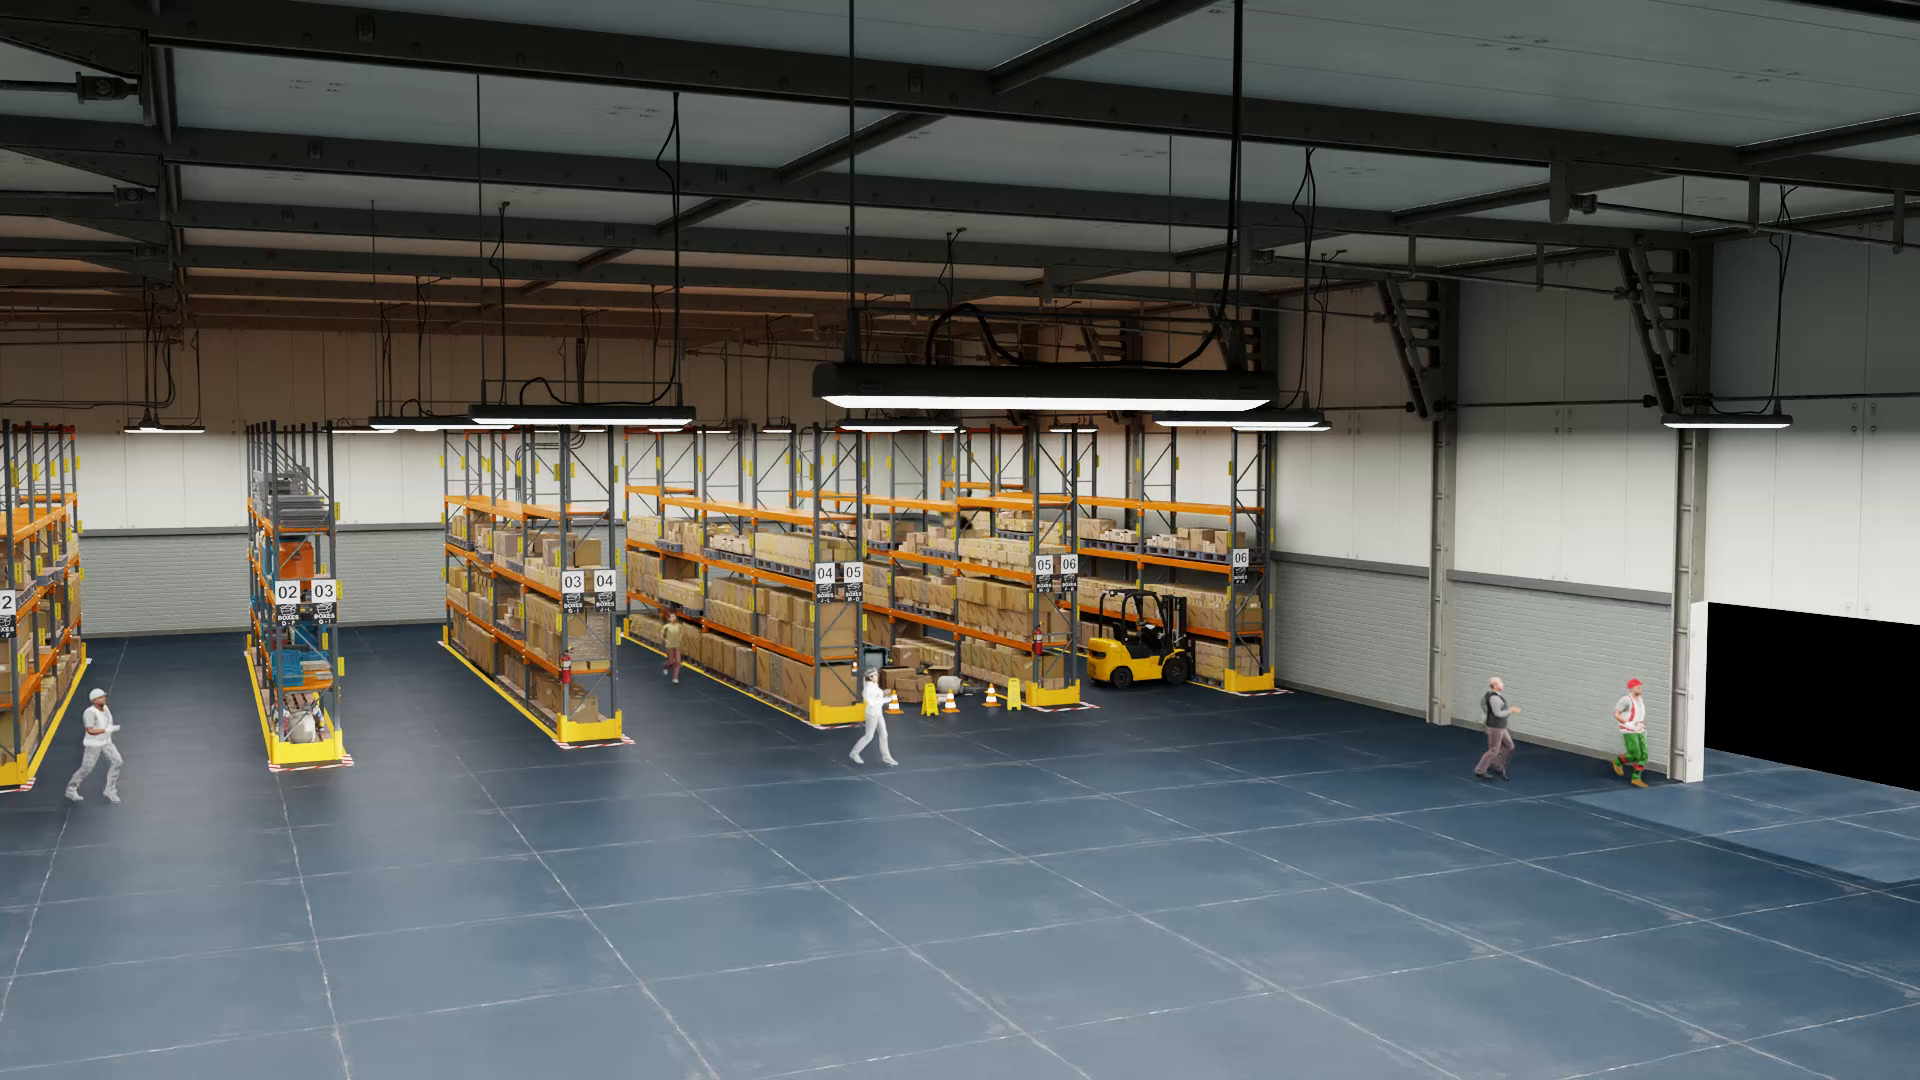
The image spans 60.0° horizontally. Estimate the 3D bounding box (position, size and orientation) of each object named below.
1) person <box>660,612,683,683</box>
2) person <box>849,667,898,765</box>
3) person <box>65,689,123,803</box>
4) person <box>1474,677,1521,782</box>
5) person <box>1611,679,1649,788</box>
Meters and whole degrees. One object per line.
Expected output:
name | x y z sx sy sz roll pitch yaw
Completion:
person | -6.673 2.491 38.650 0.579 1.637 0.776 -2 4 -32
person | -1.497 3.050 28.767 0.852 1.702 0.605 1 4 11
person | -13.444 3.214 25.901 0.910 1.824 0.698 0 4 6
person | 8.894 3.147 27.509 0.711 1.763 0.637 1 4 19
person | 11.022 3.149 27.316 0.697 1.759 0.668 -2 4 -28
